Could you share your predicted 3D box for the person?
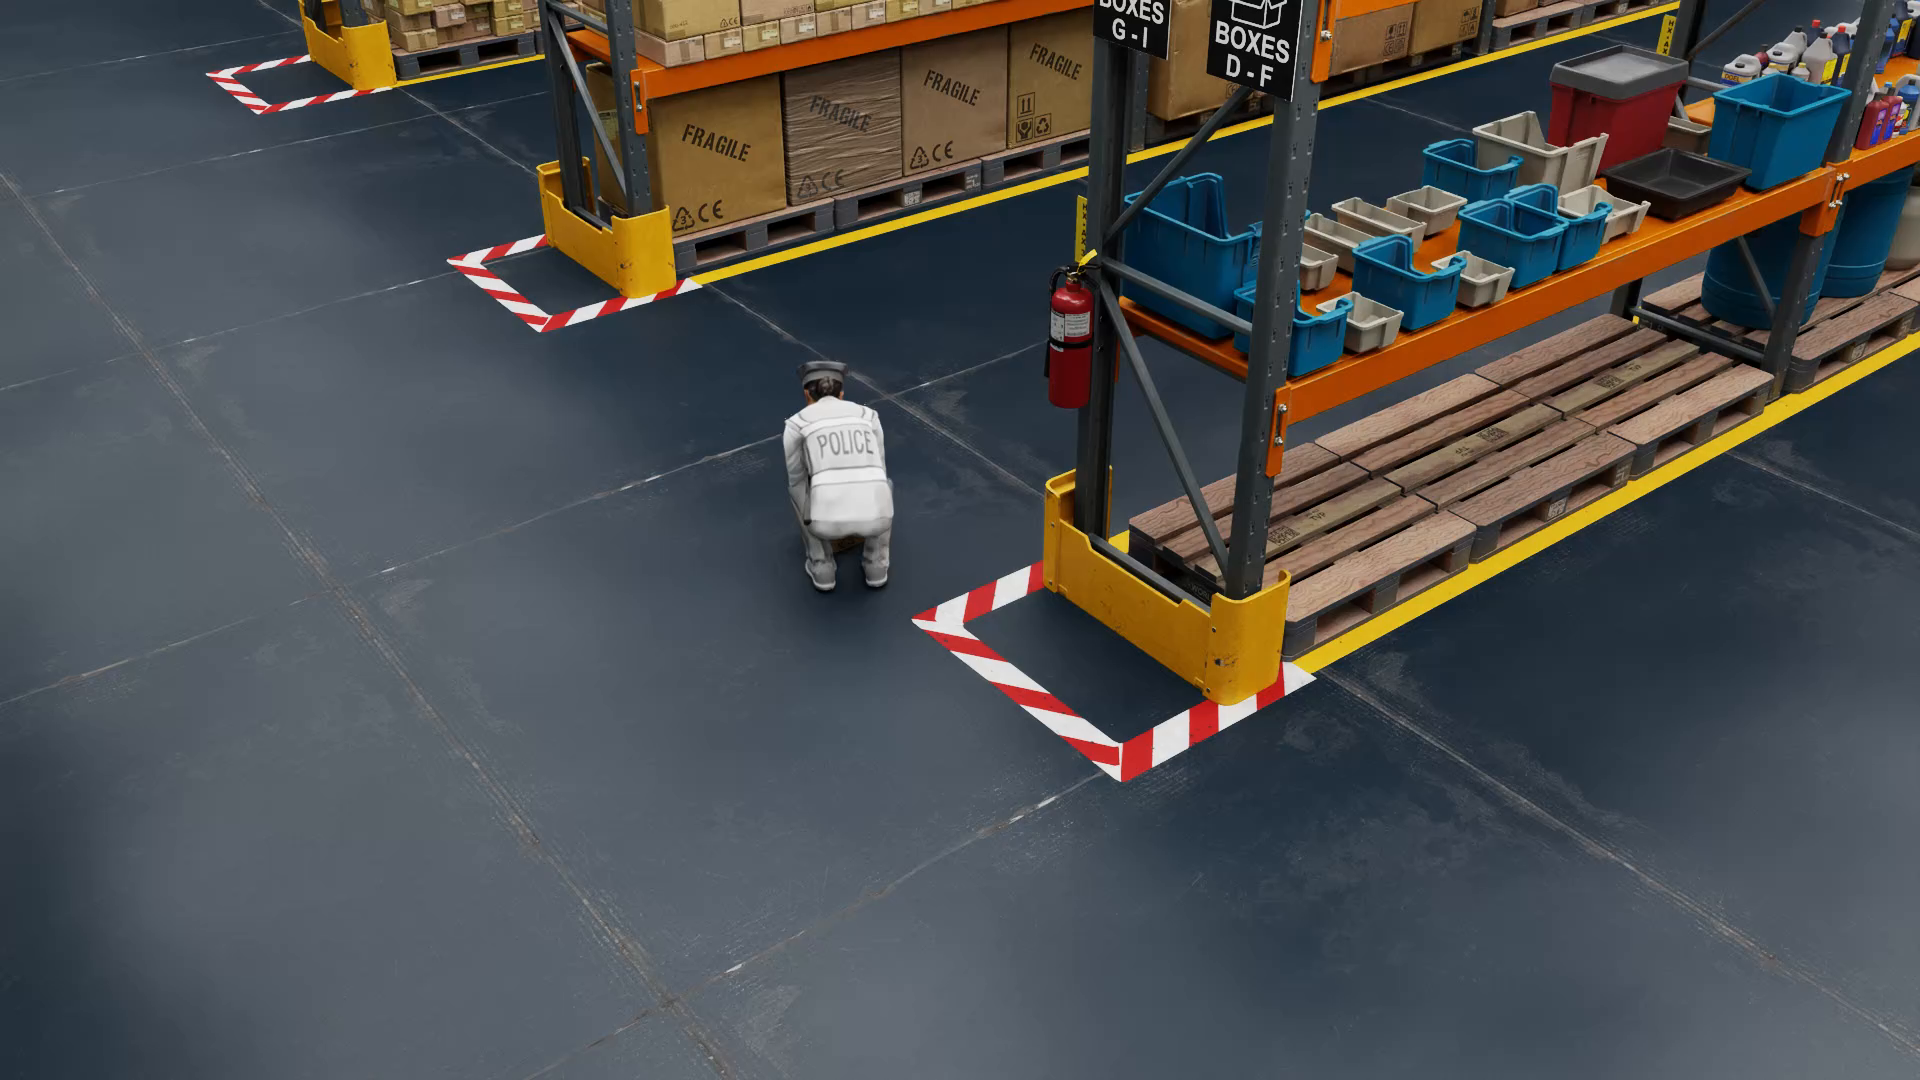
[{"bbox_3d":[-0.527,-0.287,7.337,0.482,0.876,0.851,-4,33,-6],"label":"person"}]
